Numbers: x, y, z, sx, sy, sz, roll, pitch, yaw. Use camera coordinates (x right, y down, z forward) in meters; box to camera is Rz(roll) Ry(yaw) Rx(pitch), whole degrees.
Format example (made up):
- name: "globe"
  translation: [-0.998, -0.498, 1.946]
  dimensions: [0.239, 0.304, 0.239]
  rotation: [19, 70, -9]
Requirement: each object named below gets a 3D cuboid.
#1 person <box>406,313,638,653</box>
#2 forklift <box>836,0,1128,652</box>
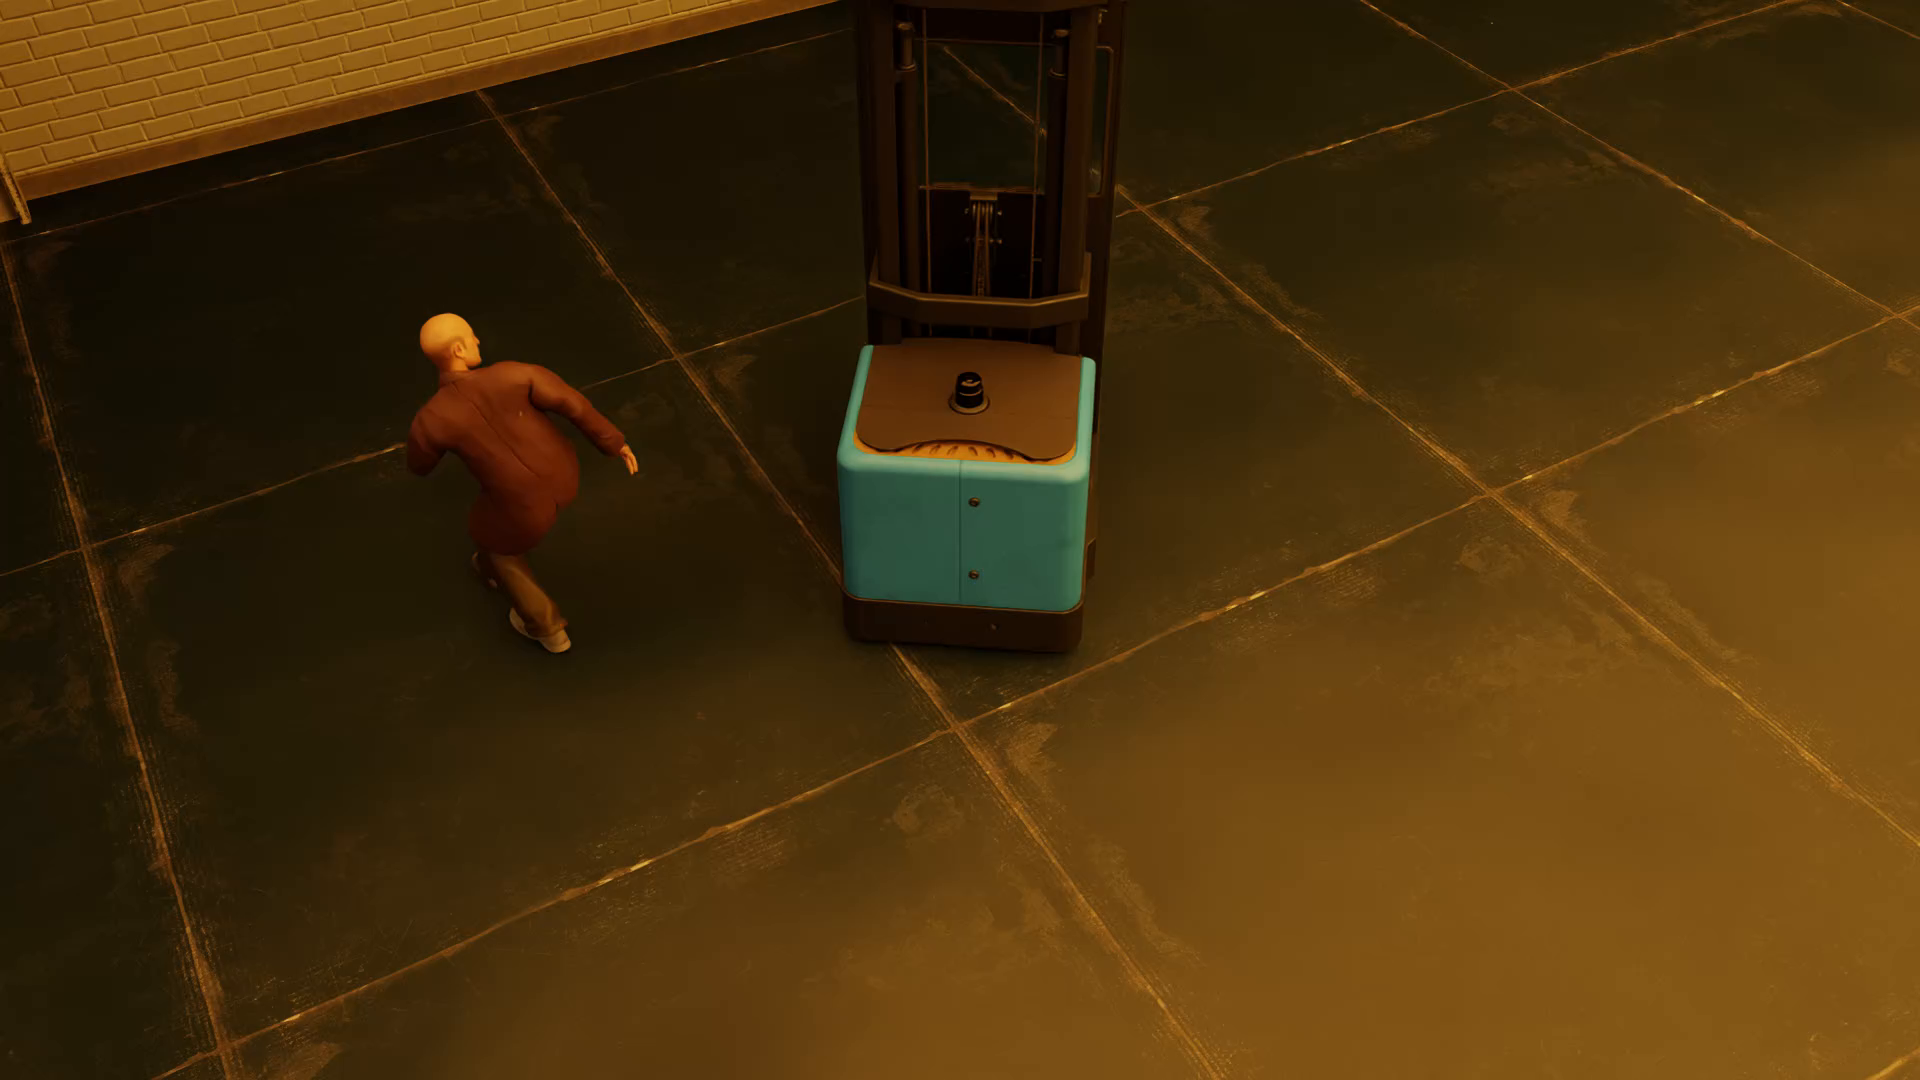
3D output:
- name: "person"
  translation: [-1.909, -0.332, 7.054]
  dimensions: [0.804, 1.606, 0.829]
  rotation: [-30, 51, -28]
- name: "forklift"
  translation: [0.144, -1.586, 7.408]
  dimensions: [1.130, 2.935, 3.031]
  rotation: [4, 43, 4]
